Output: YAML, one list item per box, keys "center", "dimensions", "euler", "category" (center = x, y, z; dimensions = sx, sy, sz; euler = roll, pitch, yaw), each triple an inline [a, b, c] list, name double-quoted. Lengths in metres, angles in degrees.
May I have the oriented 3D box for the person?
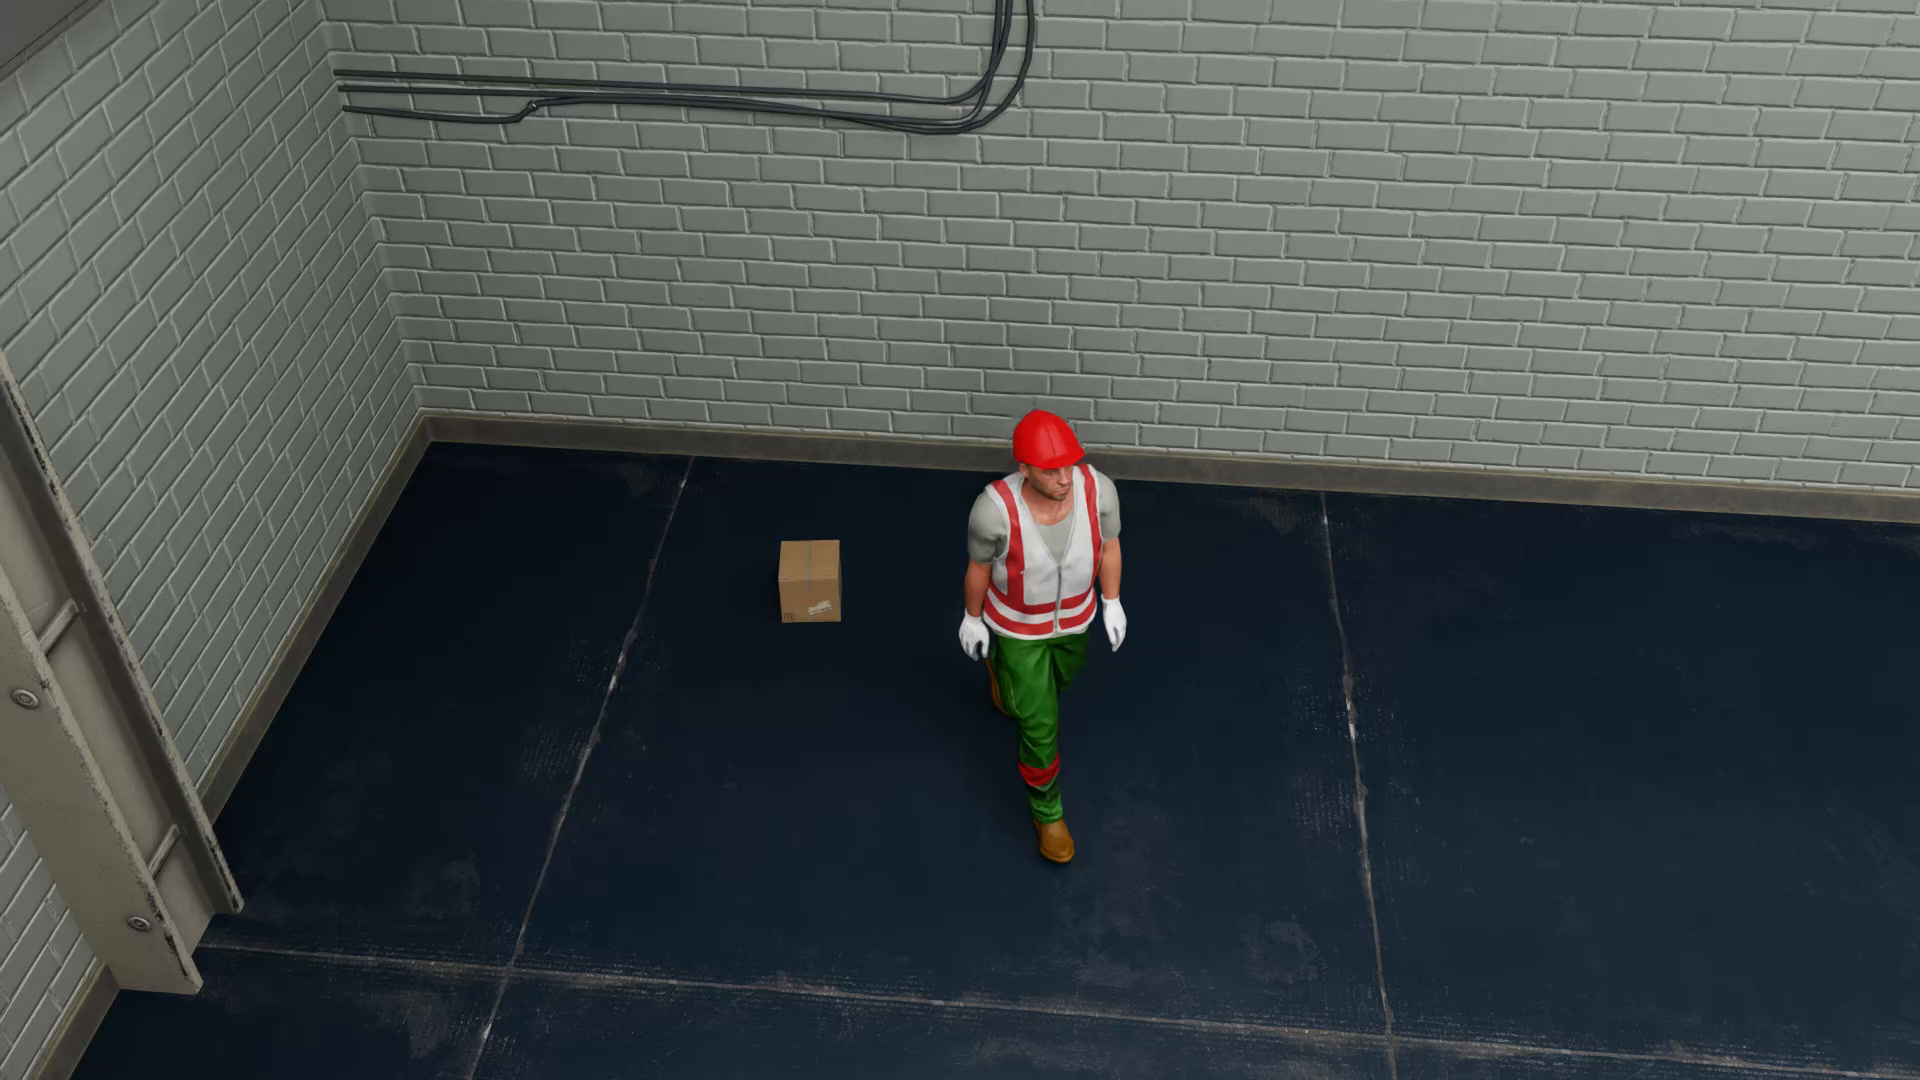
- center: [0.277, 0.227, 5.863]
  dimensions: [0.571, 1.758, 0.974]
  euler: [-14, 42, -17]
  category: "person"
